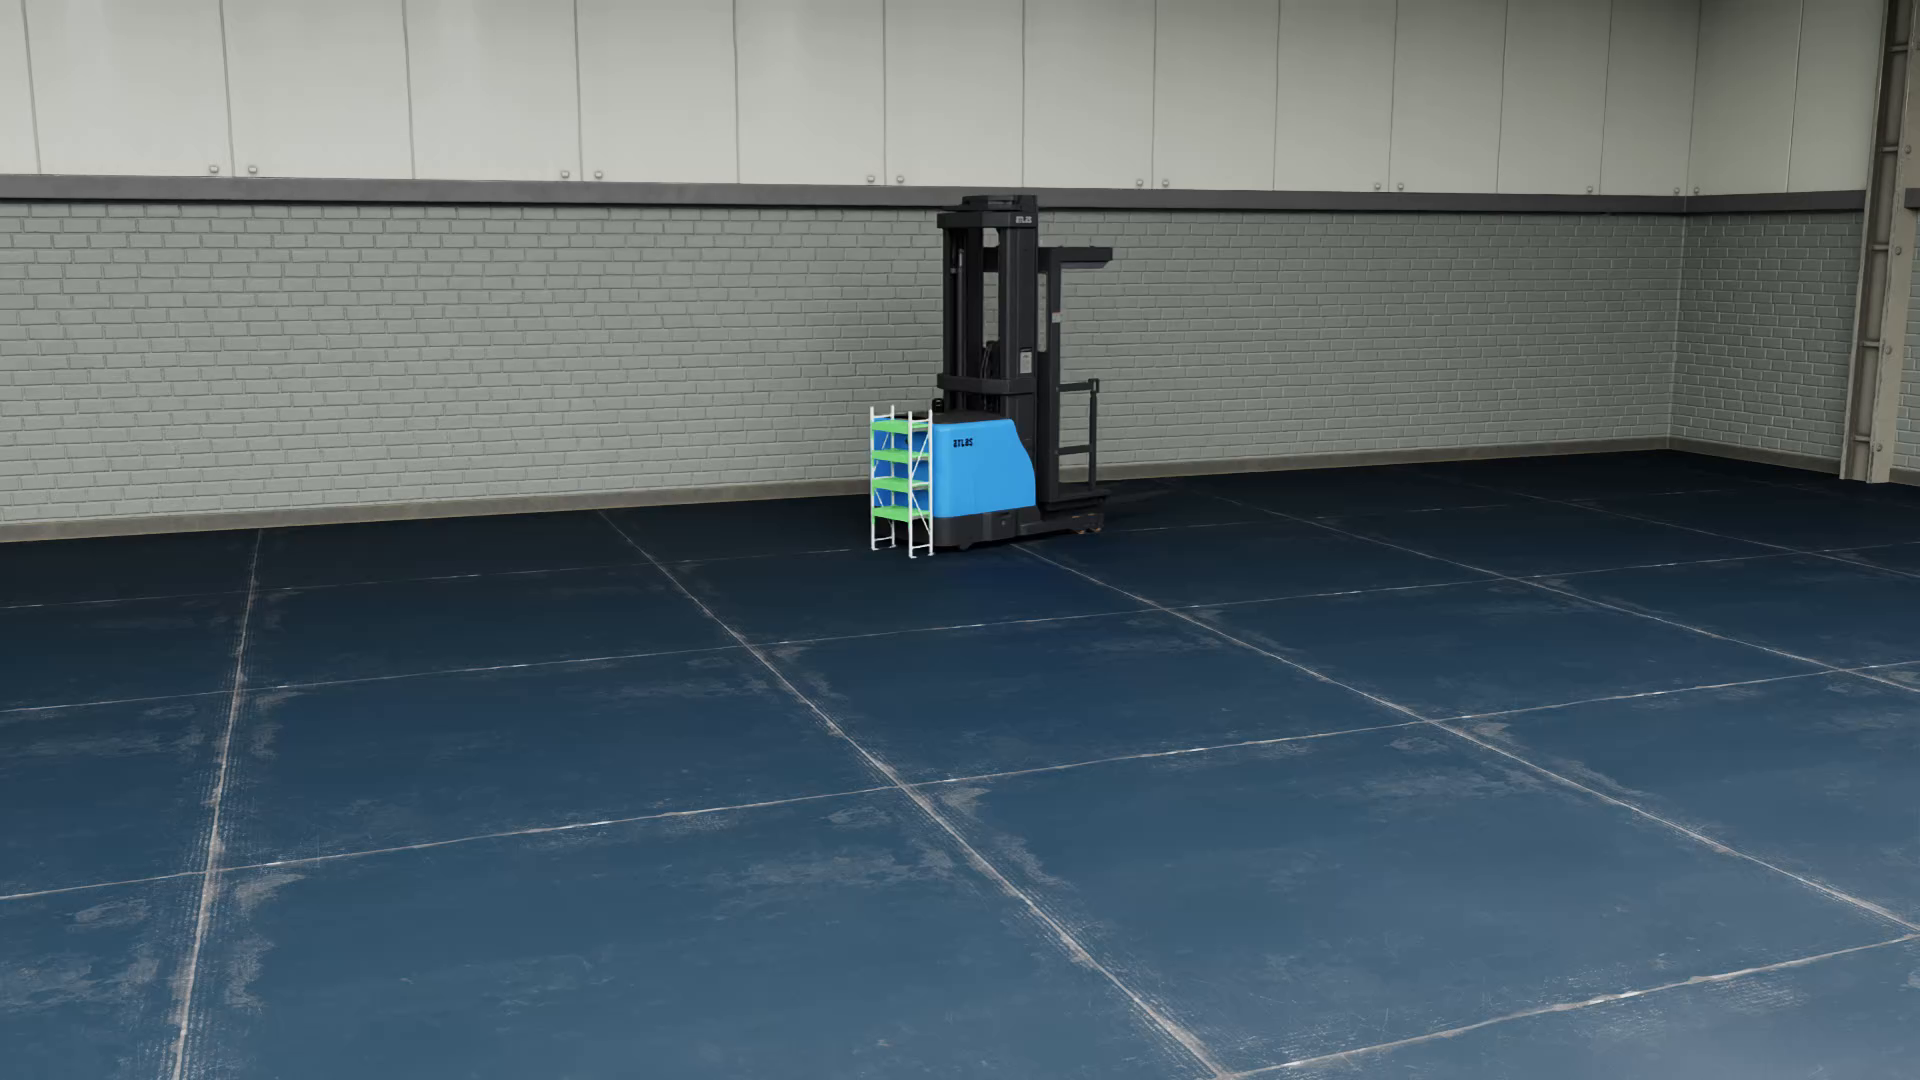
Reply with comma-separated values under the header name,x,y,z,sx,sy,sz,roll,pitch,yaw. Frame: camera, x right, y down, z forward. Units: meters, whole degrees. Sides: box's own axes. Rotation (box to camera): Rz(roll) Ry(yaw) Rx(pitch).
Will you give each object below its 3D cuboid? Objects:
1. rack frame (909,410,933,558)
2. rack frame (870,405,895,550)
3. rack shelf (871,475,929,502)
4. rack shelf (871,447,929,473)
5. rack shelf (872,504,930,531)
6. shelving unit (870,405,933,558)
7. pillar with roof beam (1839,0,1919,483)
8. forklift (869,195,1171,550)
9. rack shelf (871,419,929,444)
name,x,y,z,sx,sy,sz,roll,pitch,yaw
rack frame,-0.320,-0.455,13.555,0.240,1.200,0.015,-9,13,-41
rack frame,-0.647,-0.519,13.911,0.240,1.200,0.015,-9,13,-41
rack shelf,-0.483,-0.424,13.744,0.258,0.148,0.480,-9,13,-41
rack shelf,-0.483,-0.661,13.702,0.258,0.148,0.480,-9,13,-41
rack shelf,-0.483,-0.188,13.786,0.258,0.148,0.480,-9,13,-41
shelving unit,-0.483,-0.487,13.733,0.258,1.200,0.503,-9,13,-41
pillar with roof beam,5.823,-4.808,15.754,9.100,9.000,0.400,-4,11,-21
forklift,0.650,-1.554,14.785,3.031,2.935,1.130,-9,13,-41
rack shelf,-0.483,-0.897,13.660,0.258,0.148,0.480,-9,13,-41
